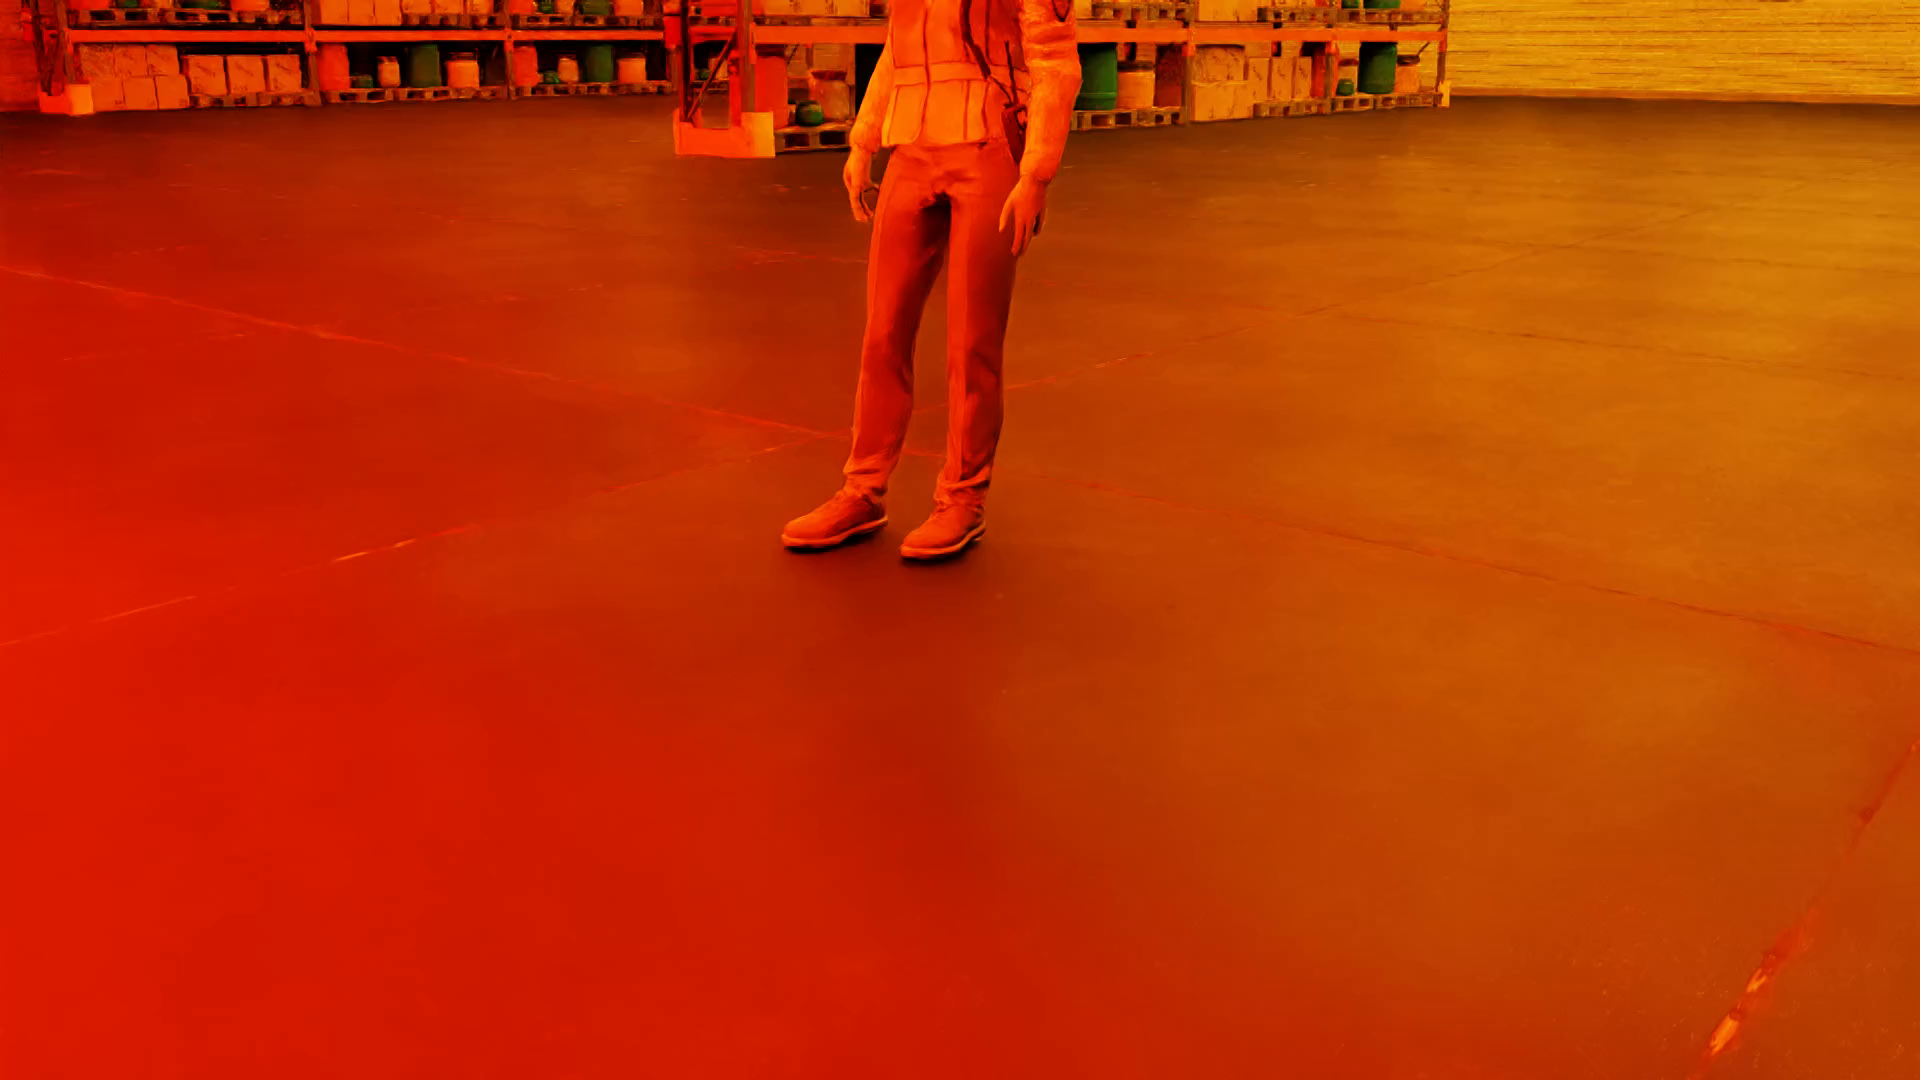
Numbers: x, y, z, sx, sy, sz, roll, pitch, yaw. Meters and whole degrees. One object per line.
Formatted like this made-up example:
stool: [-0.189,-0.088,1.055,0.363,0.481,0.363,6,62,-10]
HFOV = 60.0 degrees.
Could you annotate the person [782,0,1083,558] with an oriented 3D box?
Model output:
person: [-0.049,-0.804,3.648,0.586,1.695,0.532,13,21,37]
